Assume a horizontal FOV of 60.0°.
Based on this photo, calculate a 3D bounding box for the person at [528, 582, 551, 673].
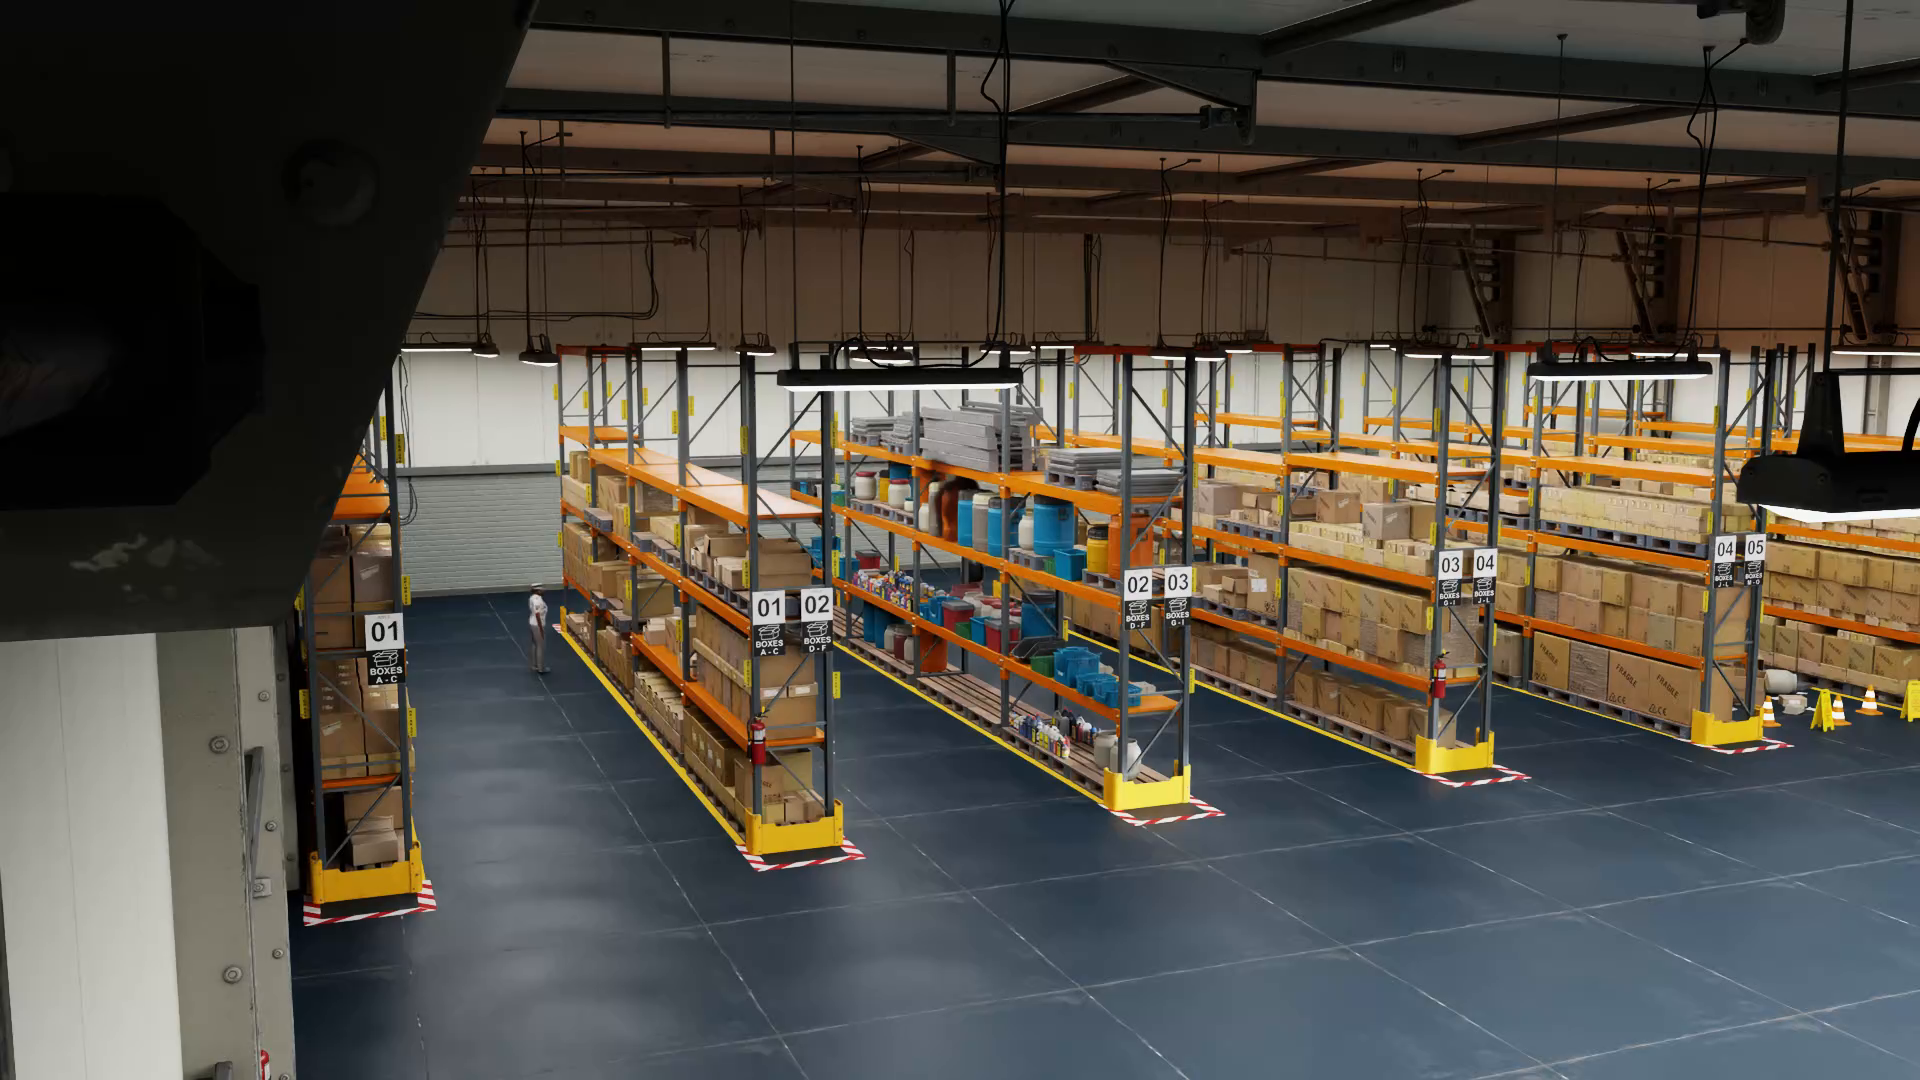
[{"bbox_3d":[-7.769,1.606,30.707,0.374,1.672,0.524,-3,8,-23],"label":"person"}]

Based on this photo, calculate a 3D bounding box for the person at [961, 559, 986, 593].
[{"bbox_3d":[0.315,0.903,36.184,0.604,1.682,0.988,-3,8,-23],"label":"person"}]

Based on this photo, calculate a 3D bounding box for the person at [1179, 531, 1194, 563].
[{"bbox_3d":[5.029,0.680,37.430,0.592,1.809,0.527,-1,7,-11],"label":"person"}]

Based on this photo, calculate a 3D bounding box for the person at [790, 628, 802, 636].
[{"bbox_3d":[-3.287,1.272,33.319,0.523,1.651,0.753,0,7,-3],"label":"person"}]

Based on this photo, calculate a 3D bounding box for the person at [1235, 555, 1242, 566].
[{"bbox_3d":[7.523,-0.095,43.781,0.617,1.715,0.940,7,10,44],"label":"person"}]
